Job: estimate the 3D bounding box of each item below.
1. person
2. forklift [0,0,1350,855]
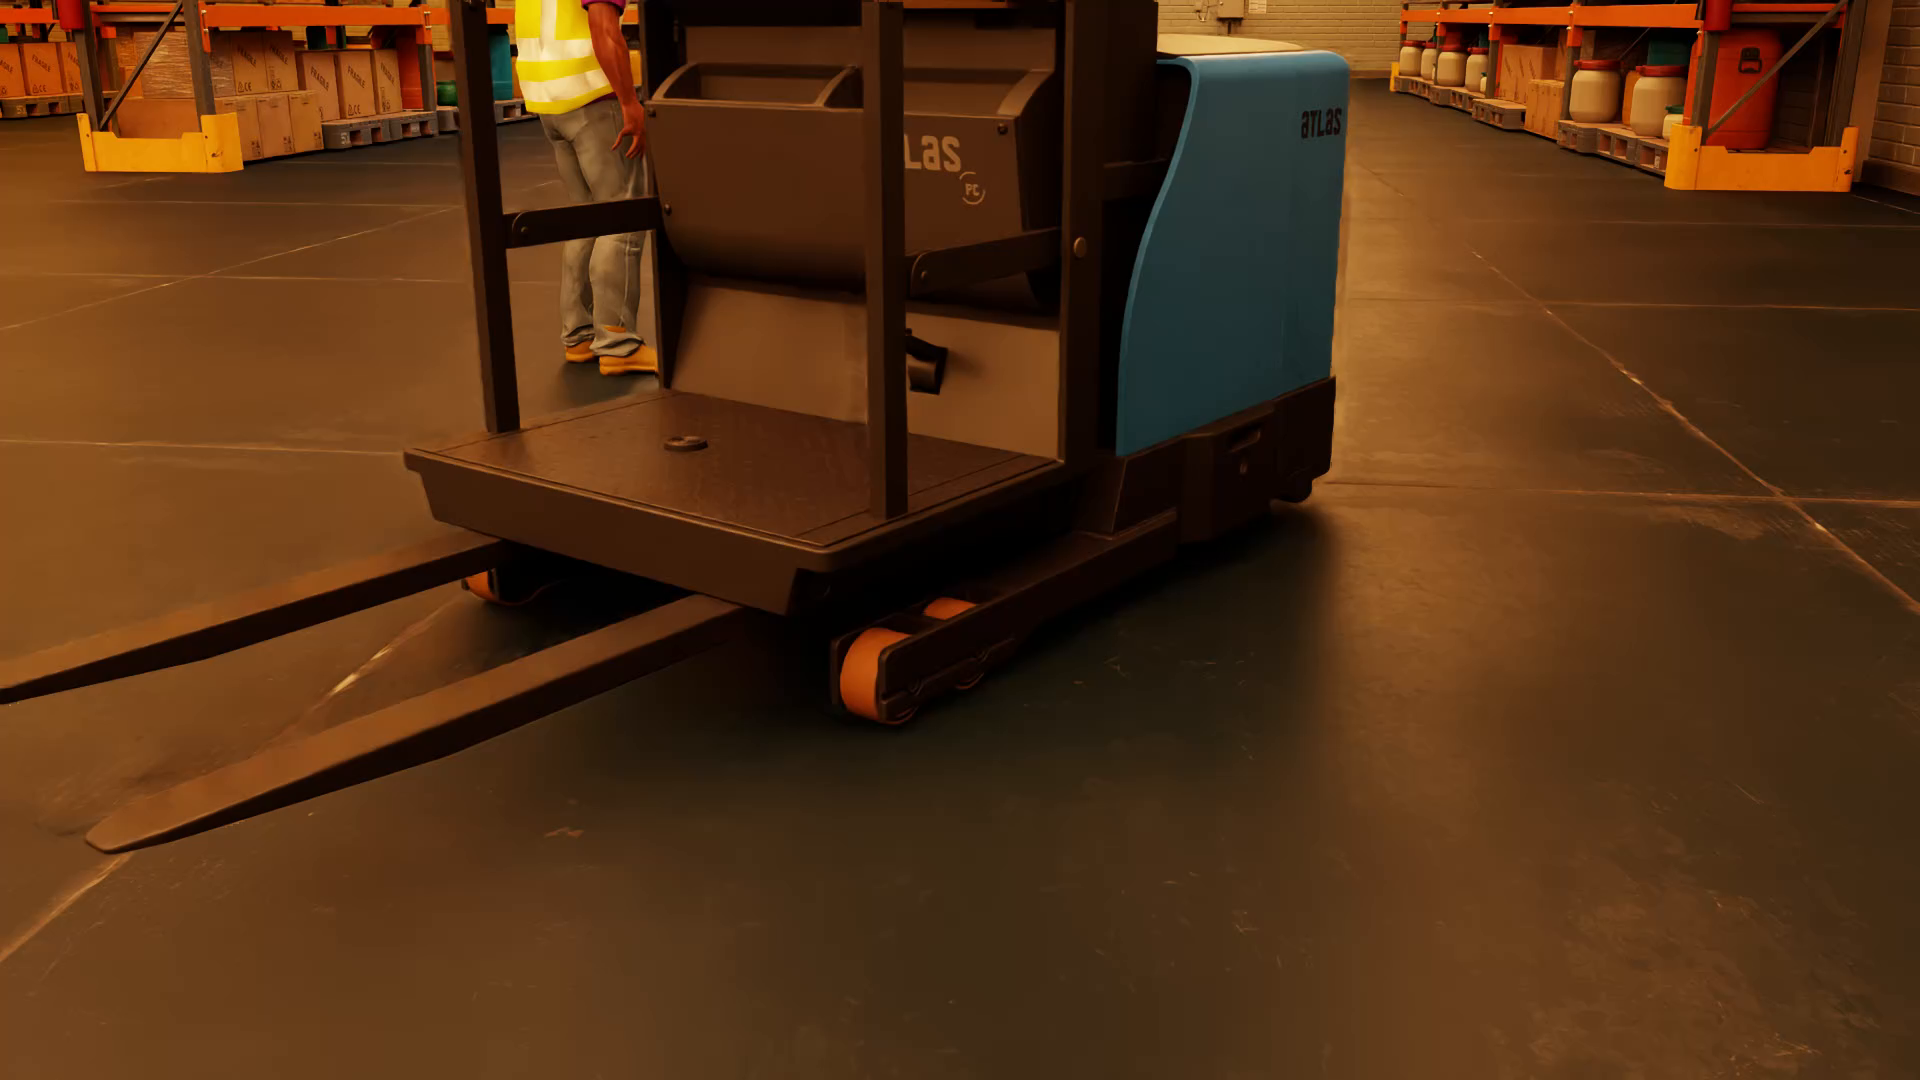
[{"bbox_3d":[-1.205,-1.452,5.514,0.463,1.759,0.629,-11,21,-32],"label":"person"},{"bbox_3d":[-0.357,-1.248,2.910,1.130,2.935,3.031,13,21,35],"label":"forklift"}]
